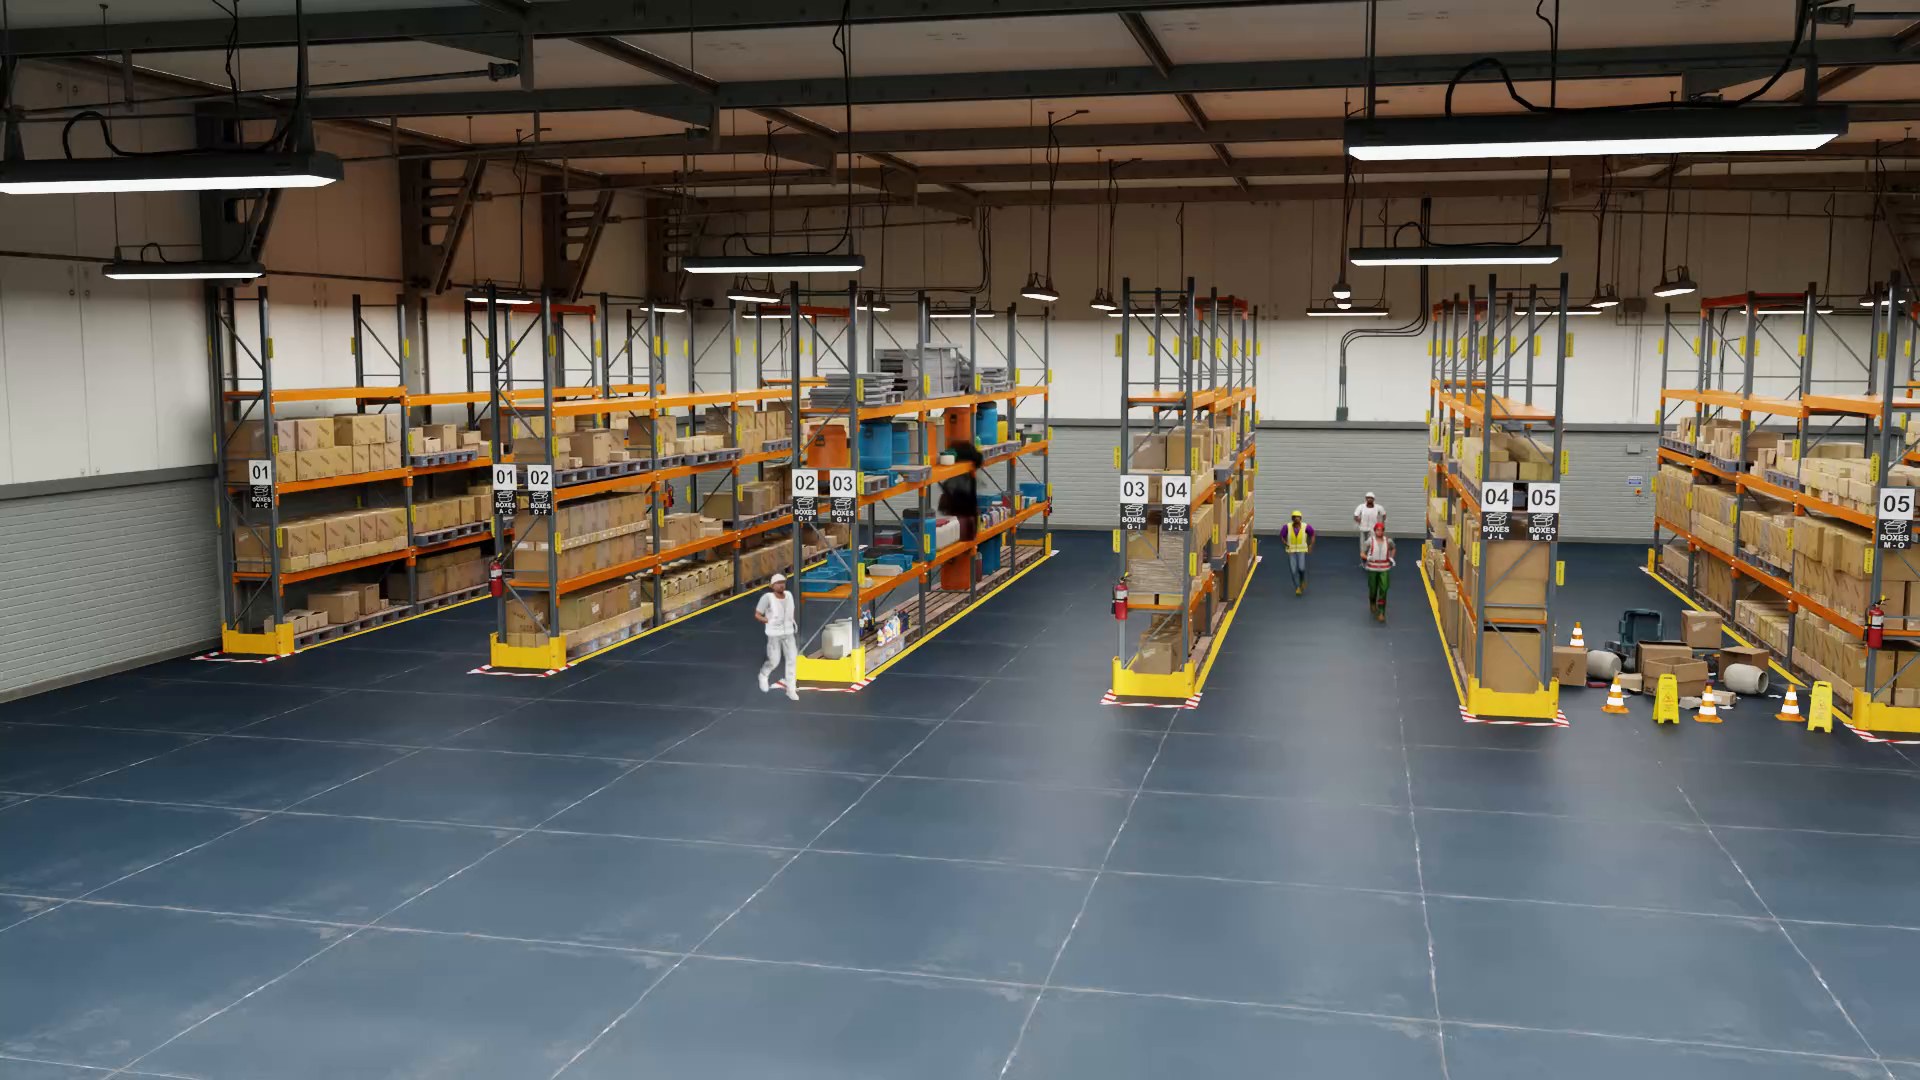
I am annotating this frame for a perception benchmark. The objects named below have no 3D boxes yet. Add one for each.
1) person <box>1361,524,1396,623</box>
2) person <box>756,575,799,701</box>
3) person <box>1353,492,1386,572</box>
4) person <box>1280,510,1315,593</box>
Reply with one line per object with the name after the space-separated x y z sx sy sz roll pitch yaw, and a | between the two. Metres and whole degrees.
7.727 0.583 30.684 0.658 1.782 0.977 1 7 8 | person
-2.592 1.386 23.874 0.701 1.794 0.835 -5 8 -39 | person
9.240 -0.192 37.634 0.693 1.805 0.698 3 7 23 | person
6.855 0.245 33.876 0.694 1.715 0.650 2 7 17 | person
